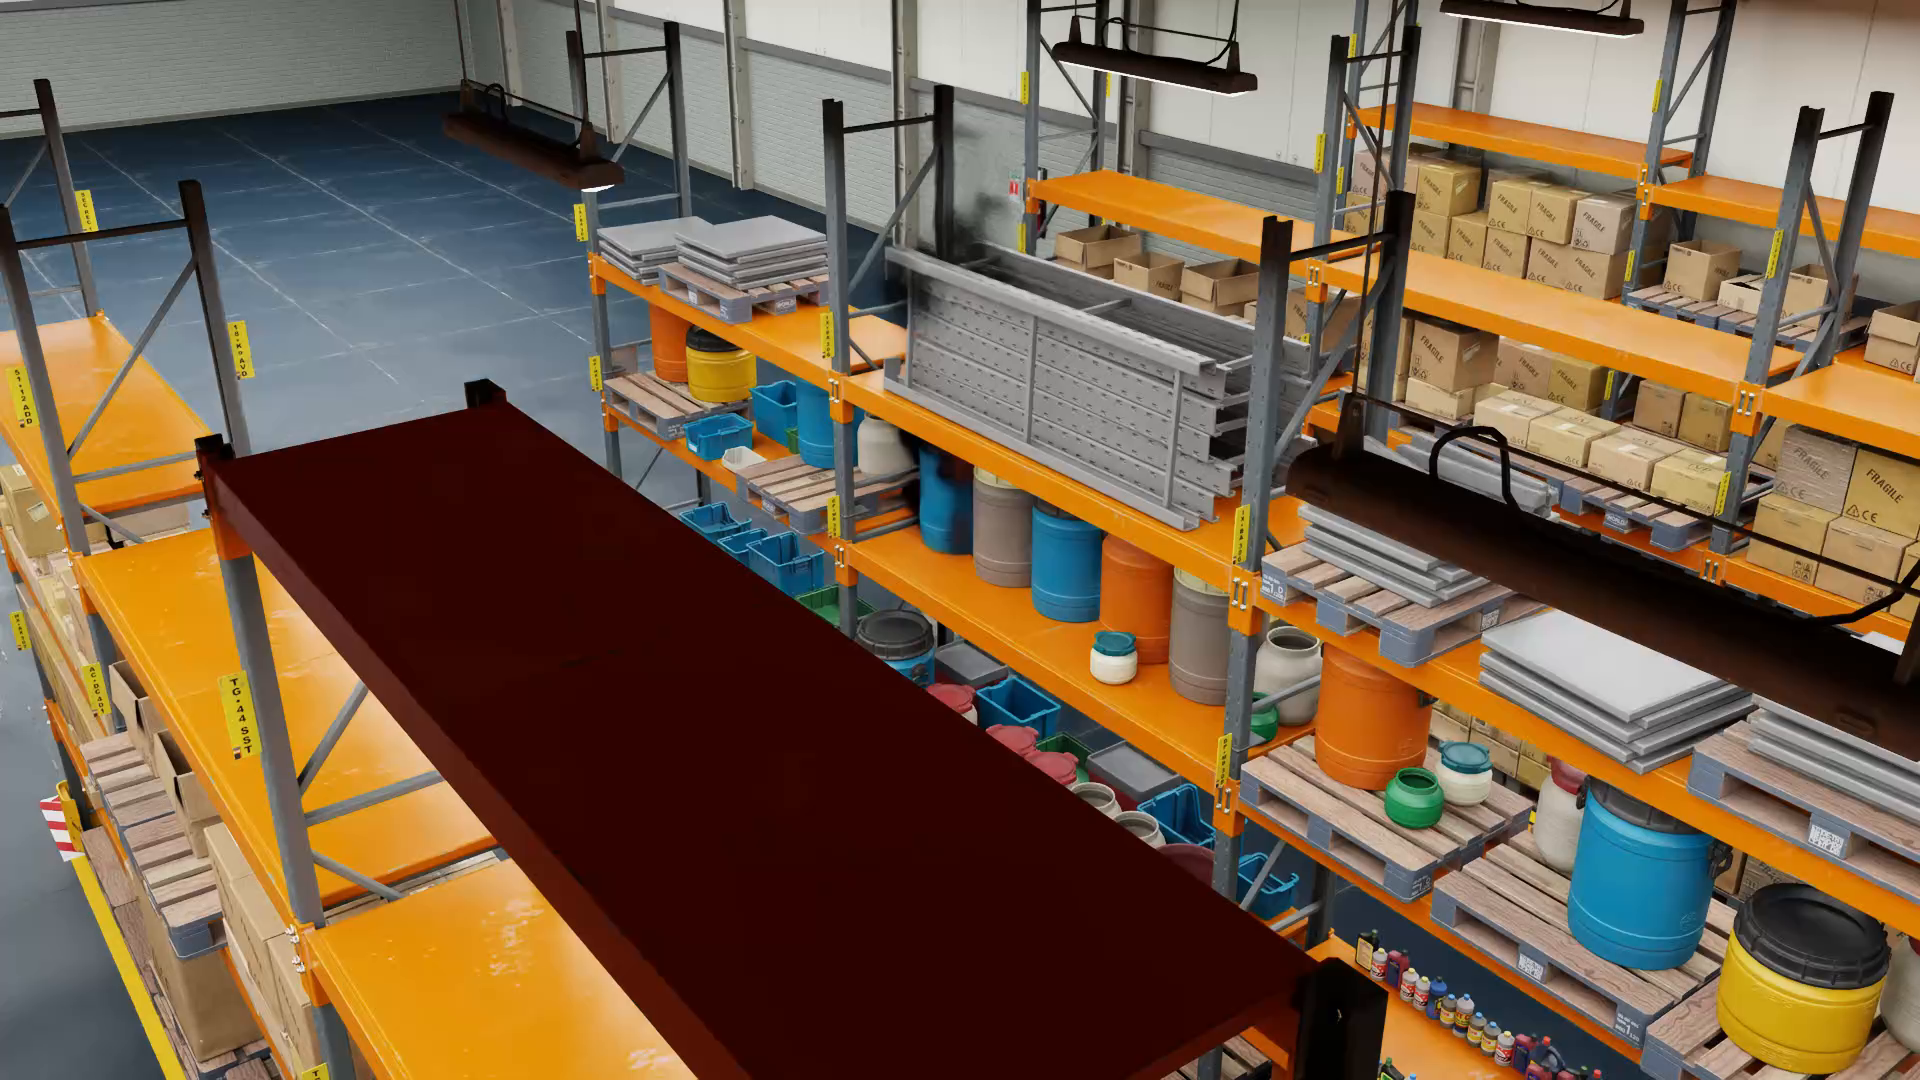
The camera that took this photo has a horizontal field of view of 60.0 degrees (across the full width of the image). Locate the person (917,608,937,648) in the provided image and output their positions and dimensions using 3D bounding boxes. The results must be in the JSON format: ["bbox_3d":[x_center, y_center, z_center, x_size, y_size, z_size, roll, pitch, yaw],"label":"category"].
[{"bbox_3d":[-0.195,0.618,15.109,0.809,1.834,0.670,22,33,40],"label":"person"}]
